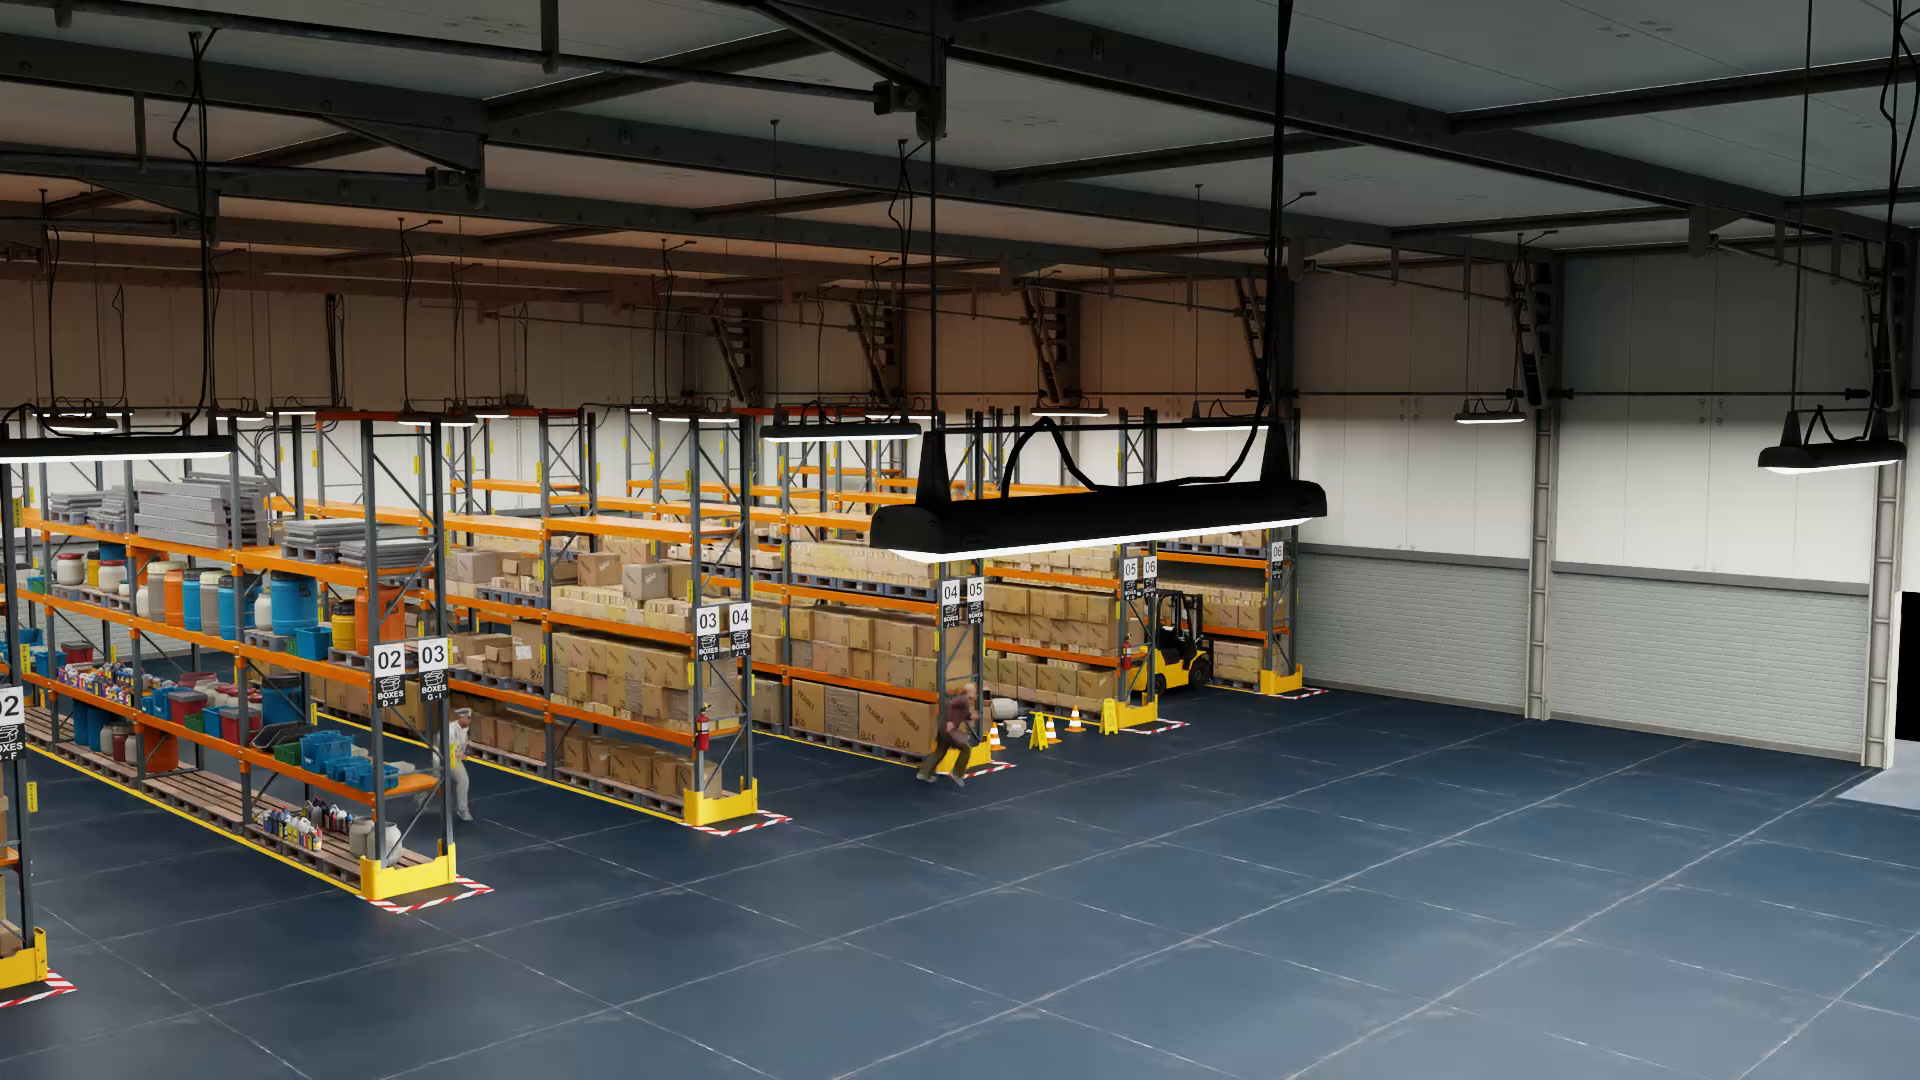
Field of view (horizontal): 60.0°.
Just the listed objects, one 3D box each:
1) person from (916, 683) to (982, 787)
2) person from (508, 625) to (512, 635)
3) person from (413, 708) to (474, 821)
[{"bbox_3d":[-0.177,3.162,26.712,1.066,1.723,0.754,0,5,-2],"label":"person"},{"bbox_3d":[-11.009,1.818,41.192,0.686,1.752,0.993,4,7,41],"label":"person"},{"bbox_3d":[-7.695,3.328,24.752,1.023,1.724,0.694,1,5,15],"label":"person"}]
